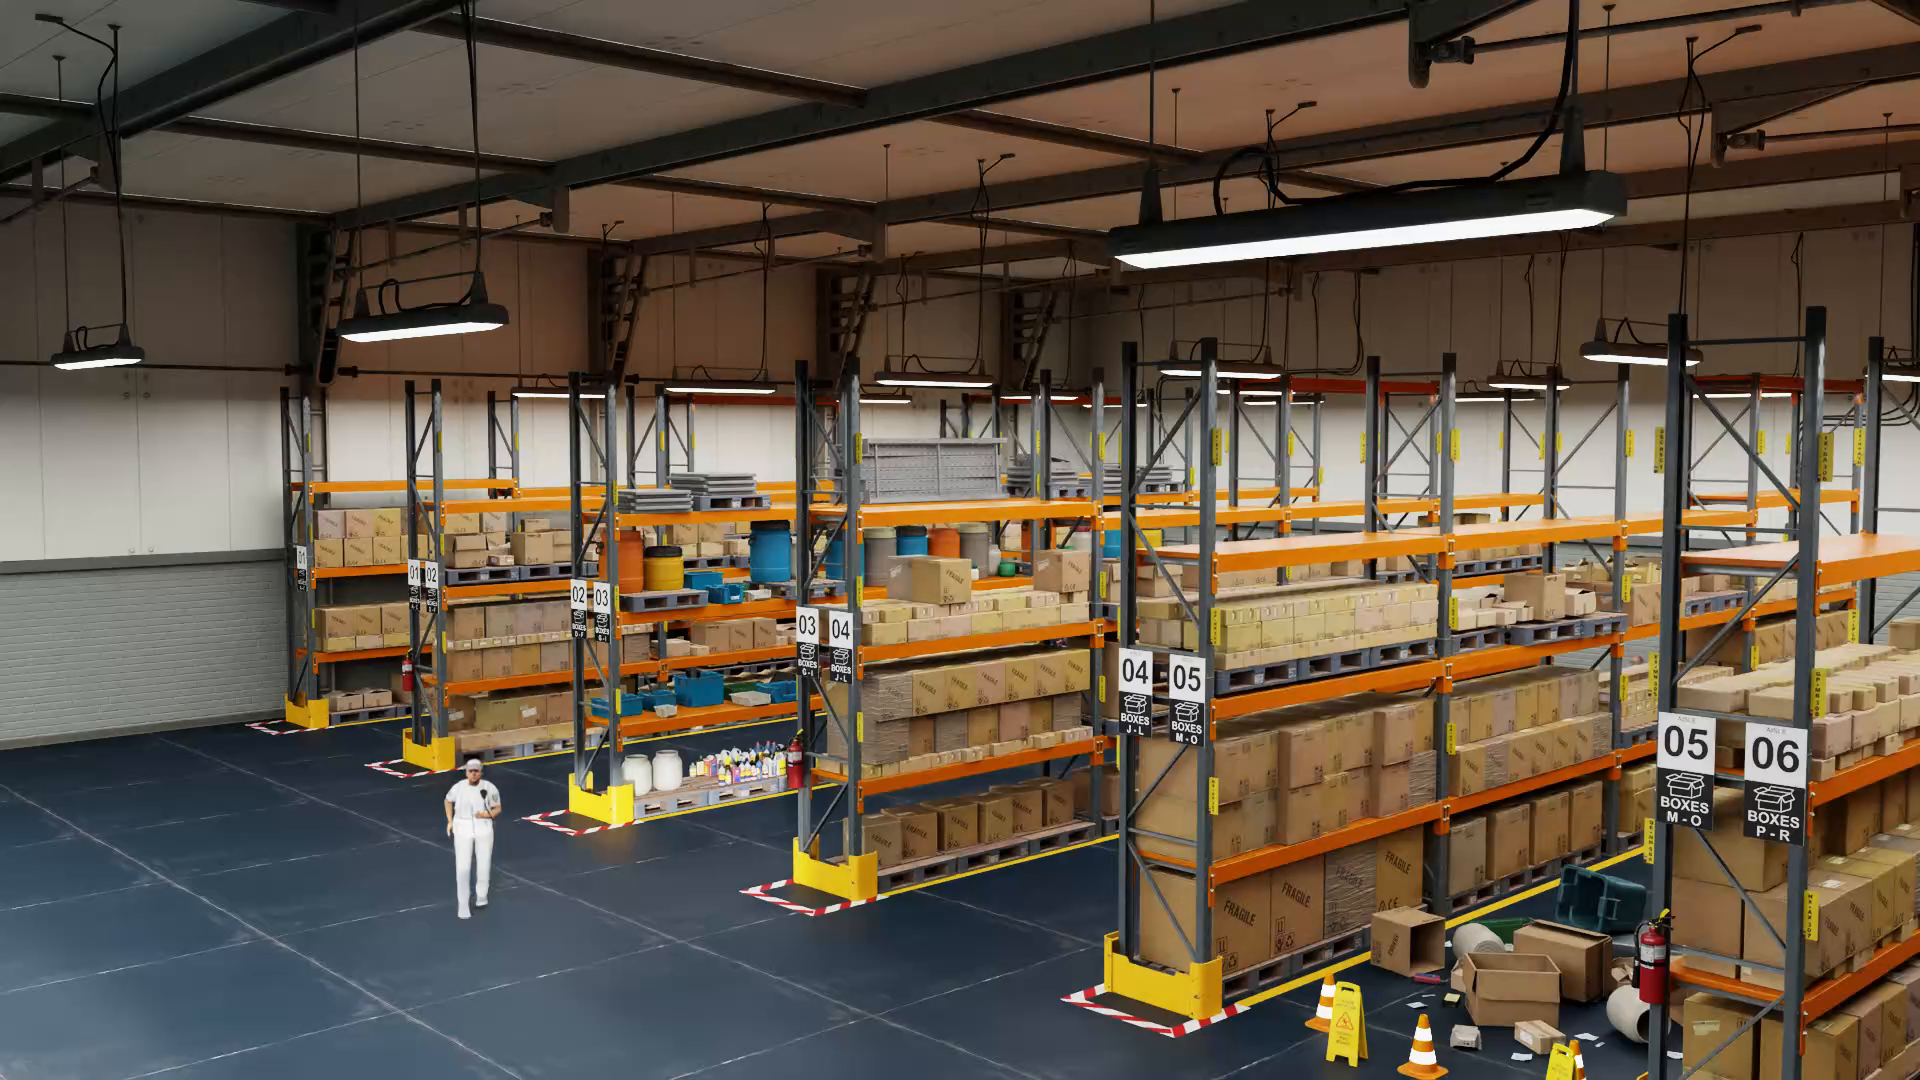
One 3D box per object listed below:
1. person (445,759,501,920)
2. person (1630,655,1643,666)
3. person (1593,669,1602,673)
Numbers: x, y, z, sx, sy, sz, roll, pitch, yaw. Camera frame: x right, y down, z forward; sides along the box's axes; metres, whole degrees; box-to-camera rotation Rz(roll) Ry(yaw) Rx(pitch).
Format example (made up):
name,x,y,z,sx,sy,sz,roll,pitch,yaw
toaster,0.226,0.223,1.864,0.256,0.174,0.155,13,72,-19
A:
name,x,y,z,sx,sy,sz,roll,pitch,yaw
person,-5.224,3.202,17.867,0.577,1.716,0.720,-1,4,-18
person,10.407,2.667,25.643,0.639,1.790,0.815,3,5,43
person,9.561,2.749,24.926,0.556,1.670,0.593,-3,5,-41
